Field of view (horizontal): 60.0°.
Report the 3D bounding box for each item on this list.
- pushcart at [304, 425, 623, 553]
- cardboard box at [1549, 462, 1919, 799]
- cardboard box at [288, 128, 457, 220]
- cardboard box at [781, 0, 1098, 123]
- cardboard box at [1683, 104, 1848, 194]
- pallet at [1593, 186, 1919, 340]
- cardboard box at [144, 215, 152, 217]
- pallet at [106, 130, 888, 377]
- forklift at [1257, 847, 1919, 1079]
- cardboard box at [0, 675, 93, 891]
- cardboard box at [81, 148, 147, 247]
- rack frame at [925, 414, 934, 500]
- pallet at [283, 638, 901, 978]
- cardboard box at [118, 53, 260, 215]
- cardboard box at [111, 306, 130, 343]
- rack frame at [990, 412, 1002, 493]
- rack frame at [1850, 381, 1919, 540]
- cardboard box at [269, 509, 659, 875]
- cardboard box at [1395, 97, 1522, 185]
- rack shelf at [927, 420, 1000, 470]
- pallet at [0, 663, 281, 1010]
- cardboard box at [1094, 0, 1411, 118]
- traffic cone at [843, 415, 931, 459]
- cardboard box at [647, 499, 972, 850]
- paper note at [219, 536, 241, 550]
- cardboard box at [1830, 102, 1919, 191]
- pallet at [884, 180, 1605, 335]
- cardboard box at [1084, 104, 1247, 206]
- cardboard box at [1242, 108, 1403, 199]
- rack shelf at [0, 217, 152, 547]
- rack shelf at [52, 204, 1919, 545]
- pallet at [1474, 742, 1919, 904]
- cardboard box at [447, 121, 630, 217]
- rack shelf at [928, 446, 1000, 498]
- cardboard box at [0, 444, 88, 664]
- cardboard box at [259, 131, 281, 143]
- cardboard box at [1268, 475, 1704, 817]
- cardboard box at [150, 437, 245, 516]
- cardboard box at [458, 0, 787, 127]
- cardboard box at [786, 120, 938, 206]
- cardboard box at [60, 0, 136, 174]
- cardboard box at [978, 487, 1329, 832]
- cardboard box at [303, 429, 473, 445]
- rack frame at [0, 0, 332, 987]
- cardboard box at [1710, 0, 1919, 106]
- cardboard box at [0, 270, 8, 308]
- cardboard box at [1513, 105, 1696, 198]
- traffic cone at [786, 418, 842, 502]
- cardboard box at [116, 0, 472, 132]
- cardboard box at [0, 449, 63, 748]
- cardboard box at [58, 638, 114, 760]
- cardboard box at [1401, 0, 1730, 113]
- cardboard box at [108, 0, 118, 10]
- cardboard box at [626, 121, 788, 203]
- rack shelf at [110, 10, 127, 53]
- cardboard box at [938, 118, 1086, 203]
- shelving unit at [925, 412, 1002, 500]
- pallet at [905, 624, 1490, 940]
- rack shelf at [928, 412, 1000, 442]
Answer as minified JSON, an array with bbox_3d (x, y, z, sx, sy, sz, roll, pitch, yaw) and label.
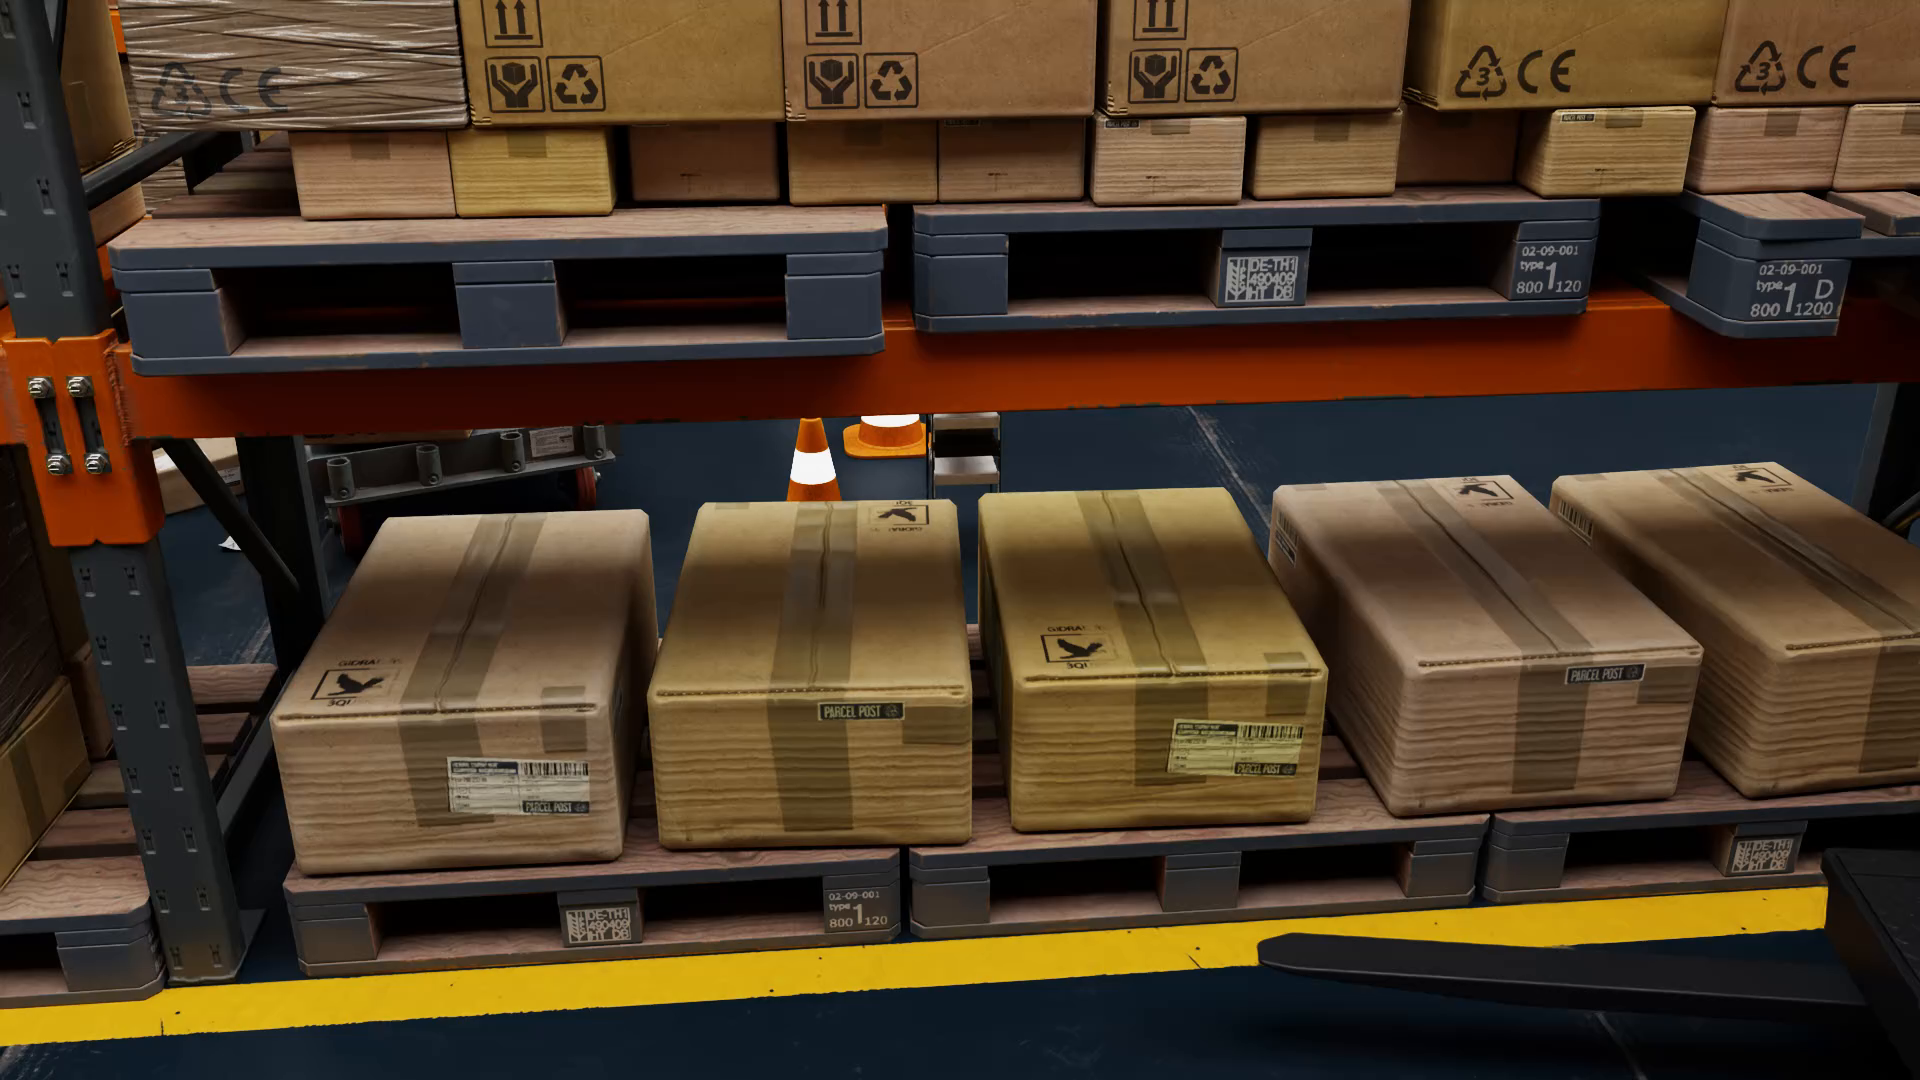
[{"bbox_3d":[-1.816,-0.417,5.723,0.936,0.377,1.648,-11,26,-23],"label":"pushcart"},{"bbox_3d":[1.876,0.172,3.888,0.625,0.372,0.950,-4,24,-9],"label":"cardboard box"},{"bbox_3d":[-0.961,-0.667,2.850,0.250,0.149,0.380,-2,24,-4],"label":"cardboard box"},{"bbox_3d":[-0.055,-1.006,2.814,0.500,0.500,0.500,-2,24,-5],"label":"cardboard box"},{"bbox_3d":[1.379,-0.749,3.035,0.250,0.149,0.380,-3,24,-8],"label":"cardboard box"},{"bbox_3d":[1.740,-0.696,3.359,1.003,0.211,1.213,-2,24,-5],"label":"pallet"},{"bbox_3d":[-3.573,-1.074,7.048,0.500,0.500,0.500,2,24,4],"label":"cardboard box"},{"bbox_3d":[-0.767,-0.580,3.097,1.213,0.211,1.003,-2,24,-5],"label":"pallet"},{"bbox_3d":[2.019,-0.204,2.101,3.031,2.935,1.130,2,24,5],"label":"forklift"},{"bbox_3d":[-2.104,0.501,3.297,0.500,0.250,0.500,-1,24,-3],"label":"cardboard box"},{"bbox_3d":[-1.887,-0.698,3.436,0.250,0.149,0.380,-2,24,-5],"label":"cardboard box"},{"bbox_3d":[-0.093,-0.407,5.059,0.006,0.900,0.240,-2,24,-5],"label":"rack frame"},{"bbox_3d":[-0.767,0.547,3.759,1.213,0.211,1.003,-2,24,-5],"label":"pallet"},{"bbox_3d":[-3.658,-1.879,7.883,0.875,0.875,0.875,-2,24,-5],"label":"cardboard box"},{"bbox_3d":[-3.093,-0.591,5.793,0.503,0.637,0.797,-2,24,-5],"label":"cardboard box"},{"bbox_3d":[0.109,-0.416,5.077,0.006,0.900,0.240,-2,24,-5],"label":"rack frame"},{"bbox_3d":[2.439,-0.855,3.481,0.127,3.000,1.000,-2,24,-5],"label":"rack frame"},{"bbox_3d":[-1.020,0.291,3.619,0.625,0.372,0.950,-2,24,-4],"label":"cardboard box"},{"bbox_3d":[0.844,-0.773,3.089,0.250,0.149,0.380,-2,24,-5],"label":"cardboard box"},{"bbox_3d":[0.008,-0.299,5.118,0.200,0.077,0.258,-2,24,-5],"label":"rack shelf"},{"bbox_3d":[-2.207,0.620,3.595,1.213,0.211,1.003,-2,24,-5],"label":"pallet"},{"bbox_3d":[0.455,-1.031,2.870,0.500,0.500,0.500,-3,24,-7],"label":"cardboard box"},{"bbox_3d":[-0.255,-0.567,5.957,0.334,0.463,0.336,-2,24,-5],"label":"traffic cone"},{"bbox_3d":[-0.305,0.261,3.687,0.625,0.372,0.950,-1,24,-2],"label":"cardboard box"},{"bbox_3d":[-2.237,-0.007,5.228,0.142,0.019,0.148,-2,24,-5],"label":"paper note"},{"bbox_3d":[1.630,-0.756,3.050,0.250,0.149,0.380,-2,24,-6],"label":"cardboard box"},{"bbox_3d":[0.473,-0.672,3.305,1.213,0.211,1.003,-2,24,-5],"label":"pallet"},{"bbox_3d":[0.339,-0.708,2.941,0.250,0.149,0.380,-1,24,-3],"label":"cardboard box"},{"bbox_3d":[0.602,-0.730,2.992,0.250,0.149,0.380,-3,24,-7],"label":"cardboard box"},{"bbox_3d":[-3.532,-0.287,3.088,4.000,0.370,1.077,-2,24,-5],"label":"rack shelf"},{"bbox_3d":[0.449,-0.447,3.447,4.000,0.370,1.077,-2,24,-5],"label":"rack shelf"},{"bbox_3d":[1.661,0.450,3.978,1.213,0.211,1.003,-2,24,-5],"label":"pallet"},{"bbox_3d":[-0.711,-0.673,2.864,0.250,0.149,0.380,-2,24,-4],"label":"cardboard box"},{"bbox_3d":[0.008,-0.217,5.155,0.200,0.077,0.258,-2,24,-5],"label":"rack shelf"},{"bbox_3d":[-2.155,-0.059,3.635,0.500,0.500,0.500,-1,24,-3],"label":"cardboard box"},{"bbox_3d":[-2.762,-1.916,7.967,0.875,0.875,0.875,-2,24,-4],"label":"cardboard box"},{"bbox_3d":[1.142,0.205,3.814,0.625,0.372,0.950,-3,24,-6],"label":"cardboard box"},{"bbox_3d":[-2.563,-0.281,5.555,0.258,0.266,0.396,22,32,40],"label":"cardboard box"},{"bbox_3d":[-0.549,-0.992,2.782,0.500,0.500,0.500,-2,24,-5],"label":"cardboard box"},{"bbox_3d":[-0.177,-0.709,2.944,0.250,0.149,0.380,-2,24,-4],"label":"cardboard box"},{"bbox_3d":[-2.007,-0.972,3.255,0.500,0.500,0.500,-2,24,-5],"label":"cardboard box"},{"bbox_3d":[0.387,0.233,3.751,0.625,0.372,0.950,-2,24,-3],"label":"cardboard box"},{"bbox_3d":[-1.747,-0.618,5.091,0.500,0.500,0.500,-2,24,-5],"label":"cardboard box"},{"bbox_3d":[-1.542,-0.695,3.122,0.127,3.000,1.000,-2,24,-5],"label":"rack frame"},{"bbox_3d":[1.500,-1.073,2.965,0.500,0.500,0.500,-3,24,-6],"label":"cardboard box"},{"bbox_3d":[-1.832,-0.445,2.867,0.250,0.149,0.380,-3,24,-6],"label":"cardboard box"},{"bbox_3d":[1.106,-0.732,2.997,0.250,0.149,0.380,-2,24,-4],"label":"cardboard box"},{"bbox_3d":[-0.445,-0.152,5.021,0.334,0.463,0.336,-2,24,-5],"label":"traffic cone"},{"bbox_3d":[-1.047,-0.972,2.737,0.500,0.500,0.500,-2,24,-4],"label":"cardboard box"},{"bbox_3d":[-2.104,0.159,3.145,0.500,0.500,0.500,-3,24,-6],"label":"cardboard box"},{"bbox_3d":[-2.155,0.284,3.787,0.500,0.250,0.500,-3,24,-8],"label":"cardboard box"},{"bbox_3d":[0.998,-1.052,2.918,0.500,0.500,0.500,-4,24,-9],"label":"cardboard box"},{"bbox_3d":[-3.589,-2.736,7.528,0.550,0.550,0.875,-2,24,-5],"label":"cardboard box"},{"bbox_3d":[-0.437,-0.716,2.959,0.250,0.149,0.380,-1,24,-2],"label":"cardboard box"},{"bbox_3d":[-4.119,-2.284,7.580,4.000,0.370,1.077,-2,24,-5],"label":"rack shelf"},{"bbox_3d":[0.070,-0.718,2.965,0.250,0.149,0.380,-2,24,-5],"label":"cardboard box"},{"bbox_3d":[0.008,-0.412,5.068,0.210,0.900,0.258,-2,24,-5],"label":"shelving unit"},{"bbox_3d":[0.450,0.497,3.872,1.213,0.211,1.003,-2,24,-5],"label":"pallet"},{"bbox_3d":[0.008,-0.381,5.081,0.200,0.077,0.258,-2,24,-5],"label":"rack shelf"}]
